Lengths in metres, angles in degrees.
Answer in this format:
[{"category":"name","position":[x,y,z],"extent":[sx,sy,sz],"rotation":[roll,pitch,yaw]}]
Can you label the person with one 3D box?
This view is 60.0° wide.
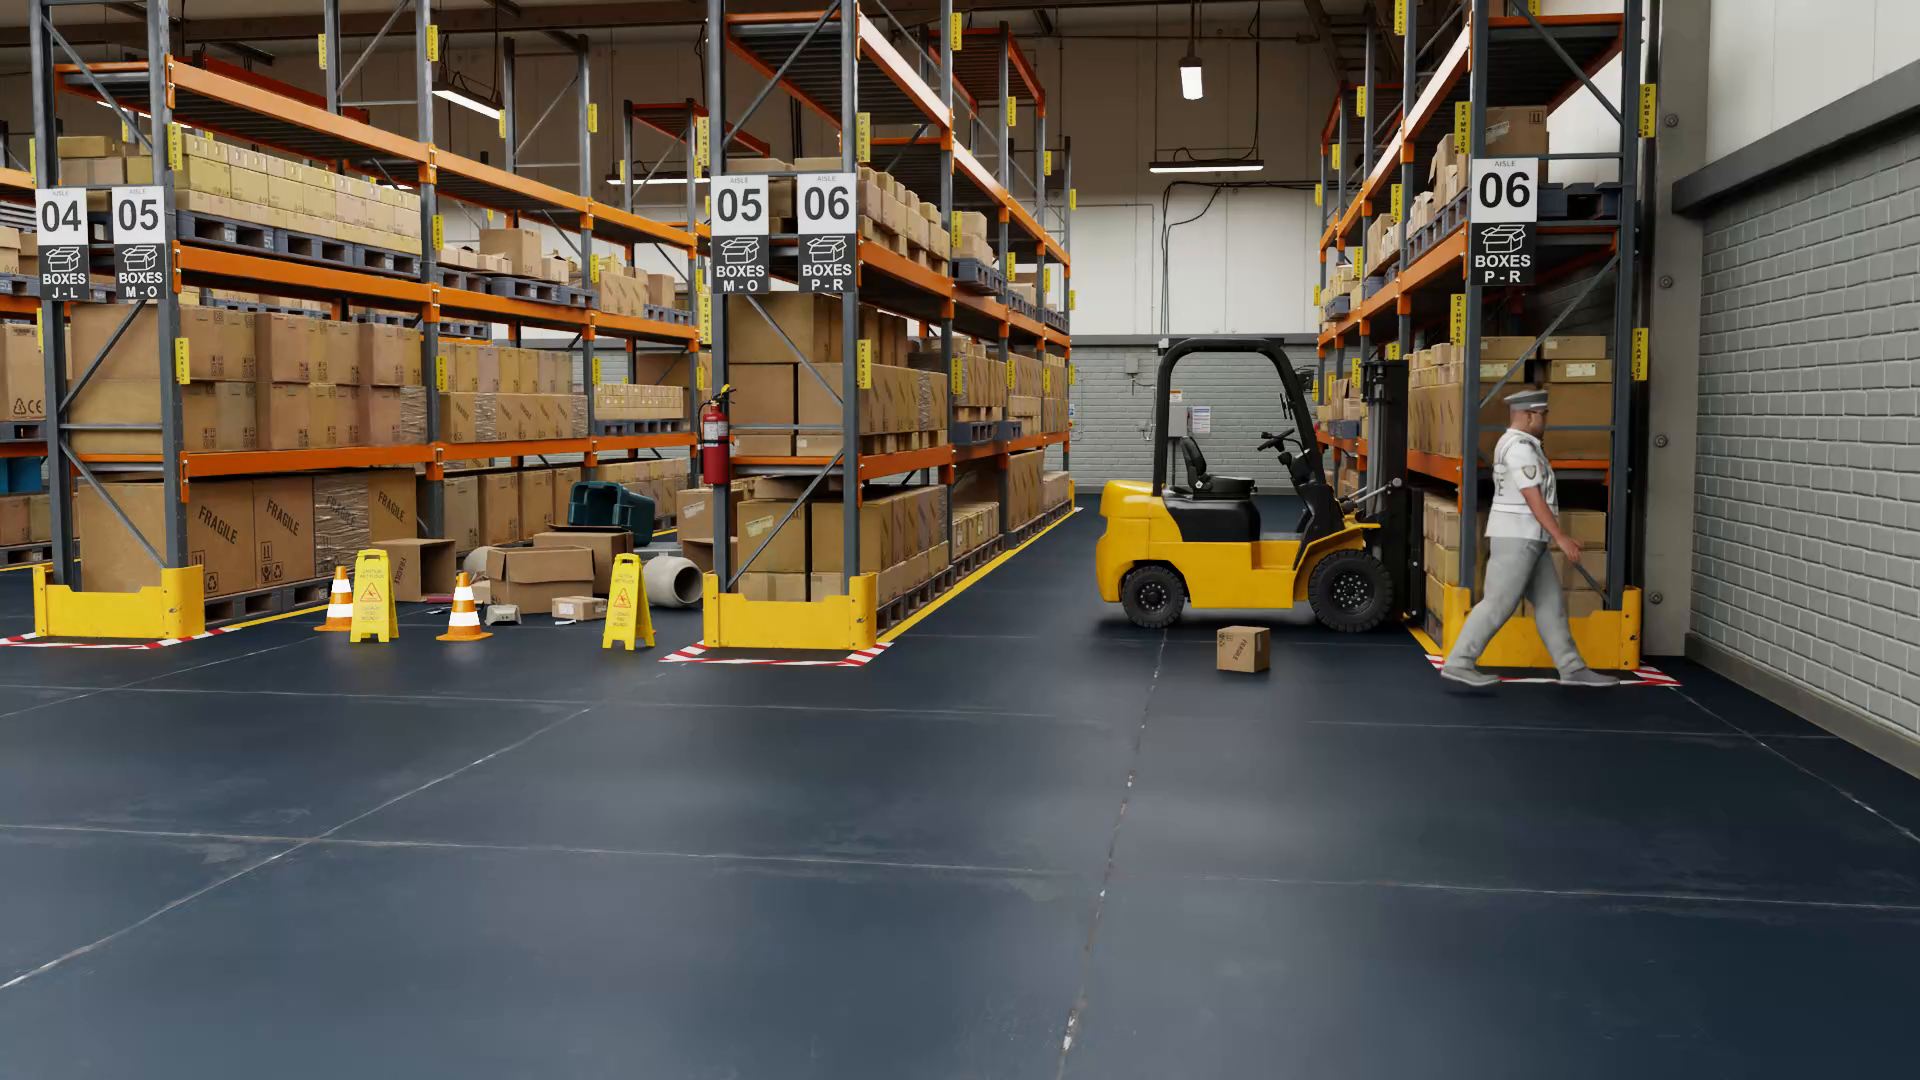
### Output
[{"category":"person","position":[3.279,-0.007,9.509],"extent":[0.981,1.704,0.554],"rotation":[1,5,16]}]
